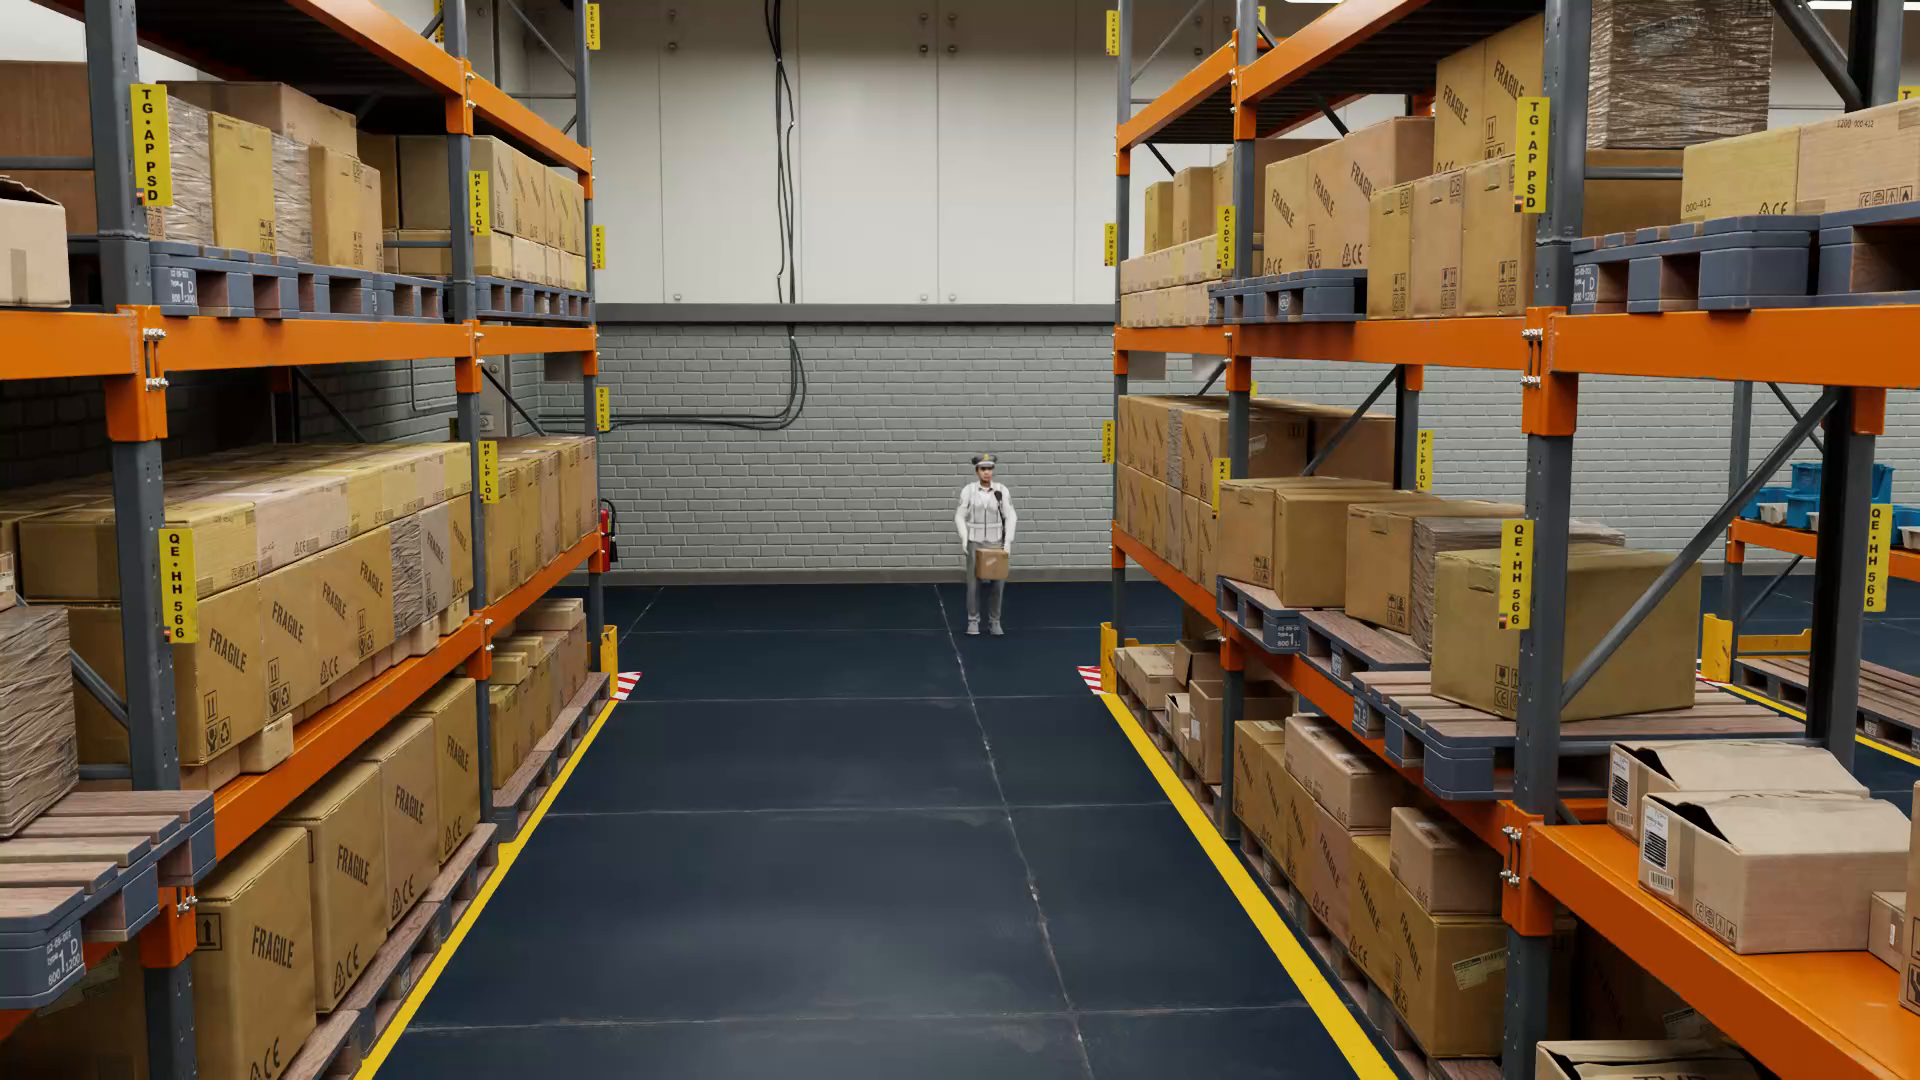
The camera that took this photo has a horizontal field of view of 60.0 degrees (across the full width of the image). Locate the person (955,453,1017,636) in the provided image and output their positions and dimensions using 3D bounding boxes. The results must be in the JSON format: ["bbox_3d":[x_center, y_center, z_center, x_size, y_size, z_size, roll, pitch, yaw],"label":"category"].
[{"bbox_3d":[0.243,0.040,15.324,0.578,1.688,0.424,0,7,-2],"label":"person"}]
